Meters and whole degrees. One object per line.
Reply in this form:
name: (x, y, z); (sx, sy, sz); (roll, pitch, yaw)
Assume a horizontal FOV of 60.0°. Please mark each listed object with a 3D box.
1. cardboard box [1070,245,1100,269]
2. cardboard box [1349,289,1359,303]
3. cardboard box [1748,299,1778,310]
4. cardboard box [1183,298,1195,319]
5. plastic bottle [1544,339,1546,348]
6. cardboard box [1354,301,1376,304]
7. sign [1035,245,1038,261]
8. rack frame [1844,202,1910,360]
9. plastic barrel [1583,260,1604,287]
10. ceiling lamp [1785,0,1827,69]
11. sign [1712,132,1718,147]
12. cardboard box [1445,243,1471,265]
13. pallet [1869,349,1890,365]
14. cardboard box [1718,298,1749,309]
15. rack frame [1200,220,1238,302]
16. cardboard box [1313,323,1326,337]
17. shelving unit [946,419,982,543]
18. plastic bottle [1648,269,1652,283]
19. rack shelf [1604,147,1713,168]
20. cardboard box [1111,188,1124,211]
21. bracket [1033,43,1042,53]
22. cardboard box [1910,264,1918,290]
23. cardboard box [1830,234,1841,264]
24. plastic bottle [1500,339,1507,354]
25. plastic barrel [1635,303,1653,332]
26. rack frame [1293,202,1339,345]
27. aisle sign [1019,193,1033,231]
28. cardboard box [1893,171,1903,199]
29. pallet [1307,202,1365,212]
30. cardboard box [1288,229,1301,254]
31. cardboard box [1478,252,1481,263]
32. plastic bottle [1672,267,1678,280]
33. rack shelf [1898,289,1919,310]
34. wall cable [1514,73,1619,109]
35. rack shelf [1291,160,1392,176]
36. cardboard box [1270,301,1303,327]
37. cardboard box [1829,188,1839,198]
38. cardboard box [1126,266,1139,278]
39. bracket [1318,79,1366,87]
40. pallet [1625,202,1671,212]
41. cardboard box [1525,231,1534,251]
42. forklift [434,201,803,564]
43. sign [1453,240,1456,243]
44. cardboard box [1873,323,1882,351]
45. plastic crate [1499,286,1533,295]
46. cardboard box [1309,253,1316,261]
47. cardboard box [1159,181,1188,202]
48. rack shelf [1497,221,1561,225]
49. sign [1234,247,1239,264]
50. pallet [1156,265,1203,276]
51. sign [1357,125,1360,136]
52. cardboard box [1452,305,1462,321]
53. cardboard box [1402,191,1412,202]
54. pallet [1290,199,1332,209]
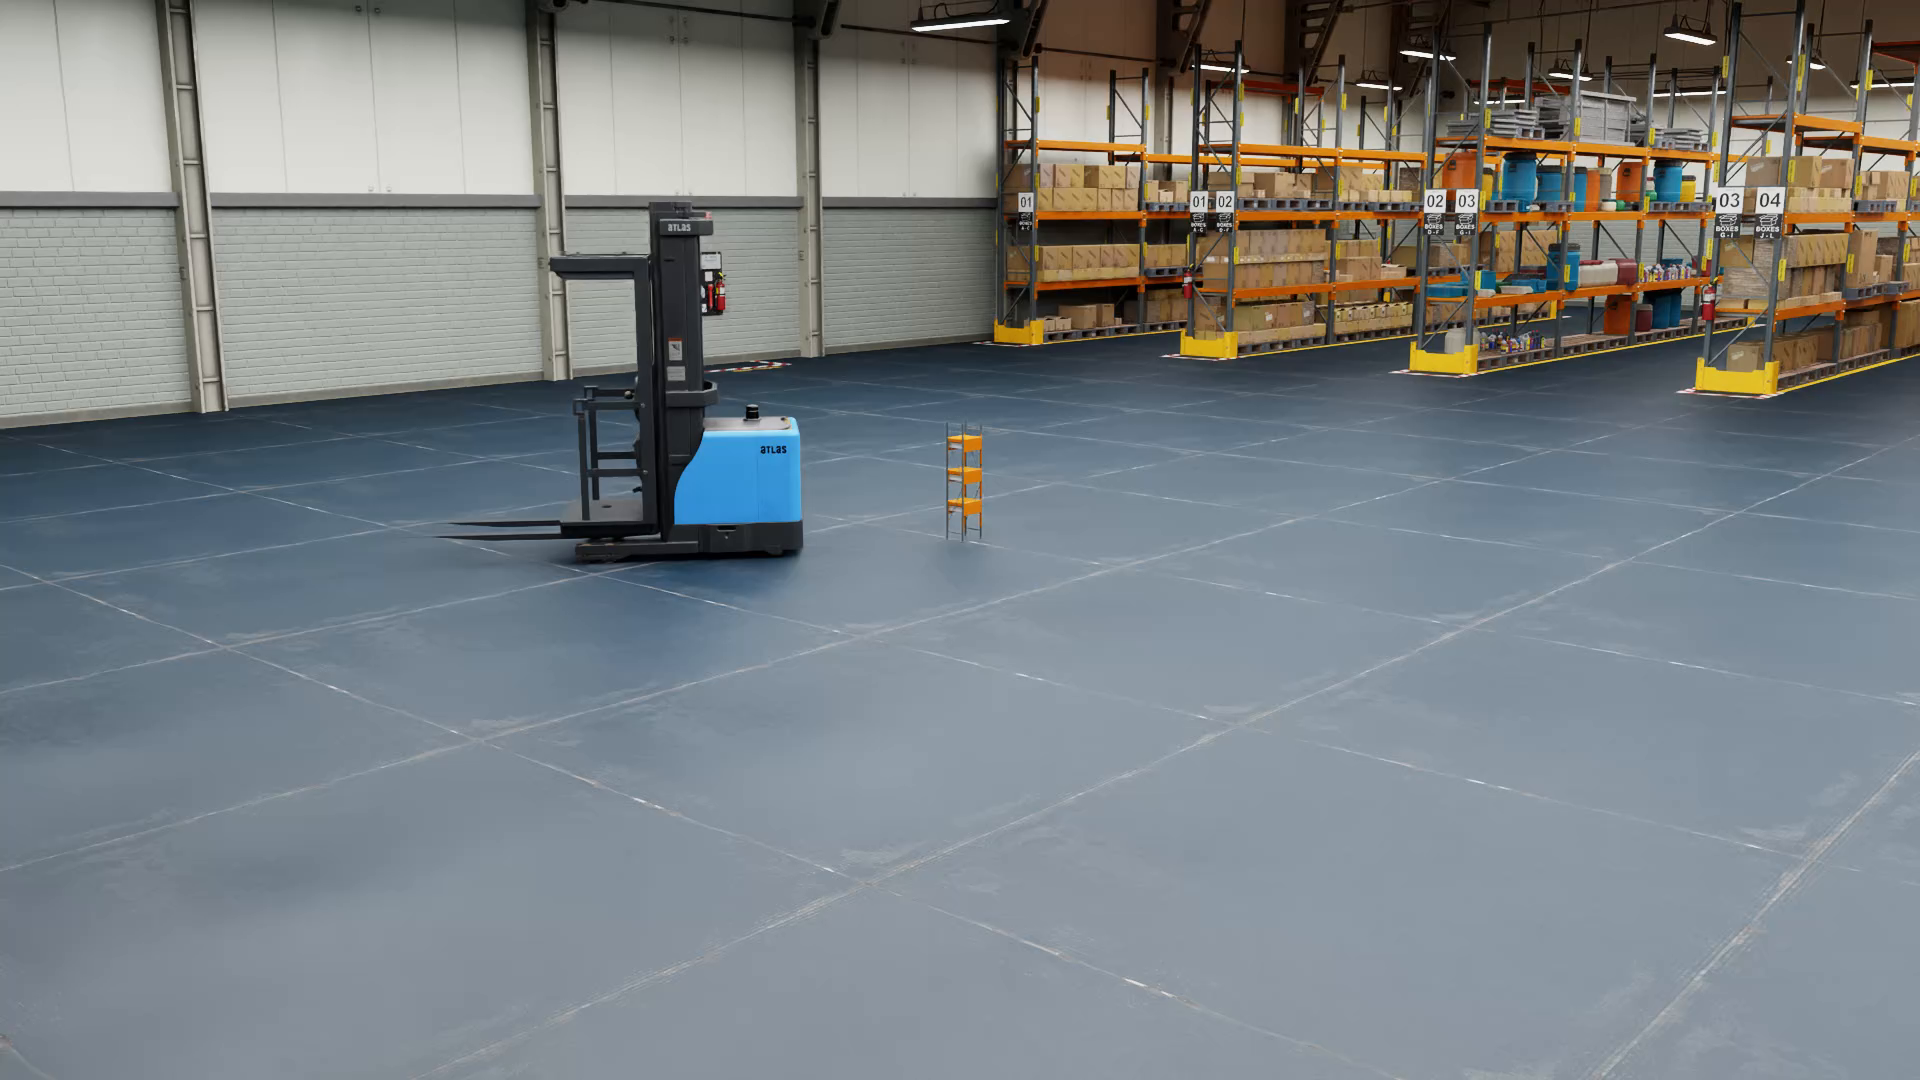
cardboard box: (2.778, -6.331, 37.168); (0.500, 0.500, 0.500); (10, 15, 42)
cardboard box: (10.739, -6.842, 46.619); (0.700, 0.500, 0.500); (9, 14, 39)
cardboard box: (12.755, -3.738, 26.411); (0.380, 0.149, 0.250); (10, 15, 40)
cardboard box: (5.336, -5.688, 40.792); (0.700, 0.500, 0.500); (10, 15, 40)
plastic bottle: (11.303, -3.829, 32.245); (0.097, 0.201, 0.097); (0, 11, 0)
cardboard box: (9.323, -5.324, 38.224); (0.500, 0.311, 0.500); (9, 15, 39)
sign: (1.633, -6.126, 35.514); (0.100, 0.325, 0.005); (10, 15, 40)
rack frame: (17.669, -5.027, 32.223); (1.000, 3.000, 0.127); (10, 15, 40)
plastic barrel: (12.874, -5.430, 33.892); (0.433, 0.535, 0.433); (0, 11, 0)
ceiling lamp: (18.140, -11.576, 34.790); (0.800, 3.185, 2.000); (10, 15, 40)
sign: (17.001, -9.024, 37.451); (0.100, 0.325, 0.005); (10, 15, 40)
cardboard box: (12.390, -7.111, 41.330); (0.700, 0.500, 0.500); (4, 12, 21)
pallet: (17.152, -3.545, 31.922); (1.003, 0.211, 1.213); (10, 15, 40)
cardboard box: (12.421, -3.796, 26.699); (0.380, 0.149, 0.250); (10, 15, 40)
rack frame: (6.506, -6.949, 41.843); (1.000, 3.000, 0.127); (10, 15, 40)
cardboard box: (7.448, -4.481, 35.437); (0.500, 0.250, 0.500); (10, 15, 40)
shelving unit: (0.035, -0.523, 14.648); (0.215, 1.050, 0.252); (10, 15, 40)
plastic bottle: (14.905, -5.714, 35.960); (0.061, 0.283, 0.133); (10, 15, 40)
rack shelf: (15.269, -8.355, 36.425); (1.077, 0.370, 4.000); (10, 15, 40)
cardboard box: (3.375, -7.711, 37.694); (0.500, 0.500, 0.500); (8, 14, 36)
bracket: (1.579, -10.709, 36.161); (0.235, 0.232, 0.430); (10, 15, 40)
cardboard box: (18.533, -5.189, 32.777); (0.500, 0.500, 0.500); (9, 15, 39)
cardboard box: (14.609, -4.949, 28.261); (0.500, 0.500, 0.500); (10, 15, 40)
plastic bottle: (10.098, -3.595, 30.895); (0.097, 0.271, 0.097); (0, 11, 0)
plastic barrel: (15.004, -4.931, 36.828); (0.600, 0.588, 0.708); (10, 15, 40)
rack frame: (7.590, -5.720, 35.692); (1.000, 3.000, 0.127); (10, 15, 40)
aisle sign: (1.403, -6.997, 35.448); (0.394, 0.787, 0.004); (10, 15, 40)
cardboard box: (17.212, -6.613, 30.973); (0.500, 0.500, 0.500); (10, 15, 40)
pallet: (8.162, -7.229, 36.075); (0.805, 0.209, 1.217); (9, 14, 38)
cardboard box: (6.638, -6.191, 34.483); (0.700, 0.500, 0.500); (10, 15, 40)
cardboard box: (13.008, -7.053, 42.110); (0.500, 0.500, 0.500); (10, 15, 41)
plastic bottle: (15.997, -5.968, 37.248); (0.152, 0.276, 0.135); (10, 15, 40)
rack shelf: (18.989, -4.969, 33.767); (1.077, 0.370, 4.000); (10, 15, 40)
wall cable: (17.821, -12.458, 49.141); (3.097, 2.526, 0.112); (10, 15, 40)
rack shelf: (10.467, -10.224, 45.784); (1.077, 0.370, 4.000); (10, 15, 40)
cardboard box: (6.782, -4.703, 34.632); (0.500, 0.500, 0.500); (10, 15, 40)
cardboard box: (14.522, -5.827, 27.934); (0.380, 0.149, 0.250); (9, 15, 39)
cardboard box: (3.781, -6.188, 38.364); (0.500, 0.250, 0.500); (10, 15, 40)
bracket: (11.201, -12.853, 46.898); (0.076, 0.066, 4.783); (10, 15, 40)
pallet: (14.527, -7.146, 35.654); (1.003, 0.211, 1.213); (10, 15, 40)
cardboard box: (14.413, -7.697, 42.782); (0.500, 0.500, 0.500); (10, 15, 42)
forklift: (-2.880, -1.351, 13.990); (3.031, 2.935, 1.130); (-1, 11, -7)
sign: (12.458, -7.391, 41.846); (0.100, 0.325, 0.005); (10, 15, 40)
cardboard box: (17.242, -3.916, 31.919); (0.700, 0.500, 0.500); (9, 14, 37)
plastic crate: (10.426, -4.678, 31.149); (0.530, 0.136, 0.437); (10, 15, 40)
cardboard box: (7.235, -5.945, 34.905); (0.380, 0.149, 0.250); (9, 15, 39)
cardboard box: (5.101, -8.338, 39.811); (0.500, 0.500, 0.500); (9, 14, 38)
rack shelf: (14.191, -8.310, 42.835); (1.077, 0.370, 4.000); (10, 15, 40)
sign: (5.362, -5.522, 32.290); (0.100, 0.325, 0.005); (10, 15, 40)
pallet: (5.231, -6.558, 40.377); (1.003, 0.211, 1.213); (10, 15, 40)
sign: (11.375, -11.676, 47.405); (0.100, 0.325, 0.005); (10, 15, 40)
cardboard box: (11.762, -5.557, 40.134); (0.500, 0.500, 0.500); (9, 14, 38)
cardboard box: (9.973, -7.838, 37.948); (0.500, 0.250, 0.500); (8, 14, 36)
pallet: (7.046, -7.019, 34.762); (1.003, 0.211, 1.213); (10, 15, 40)
